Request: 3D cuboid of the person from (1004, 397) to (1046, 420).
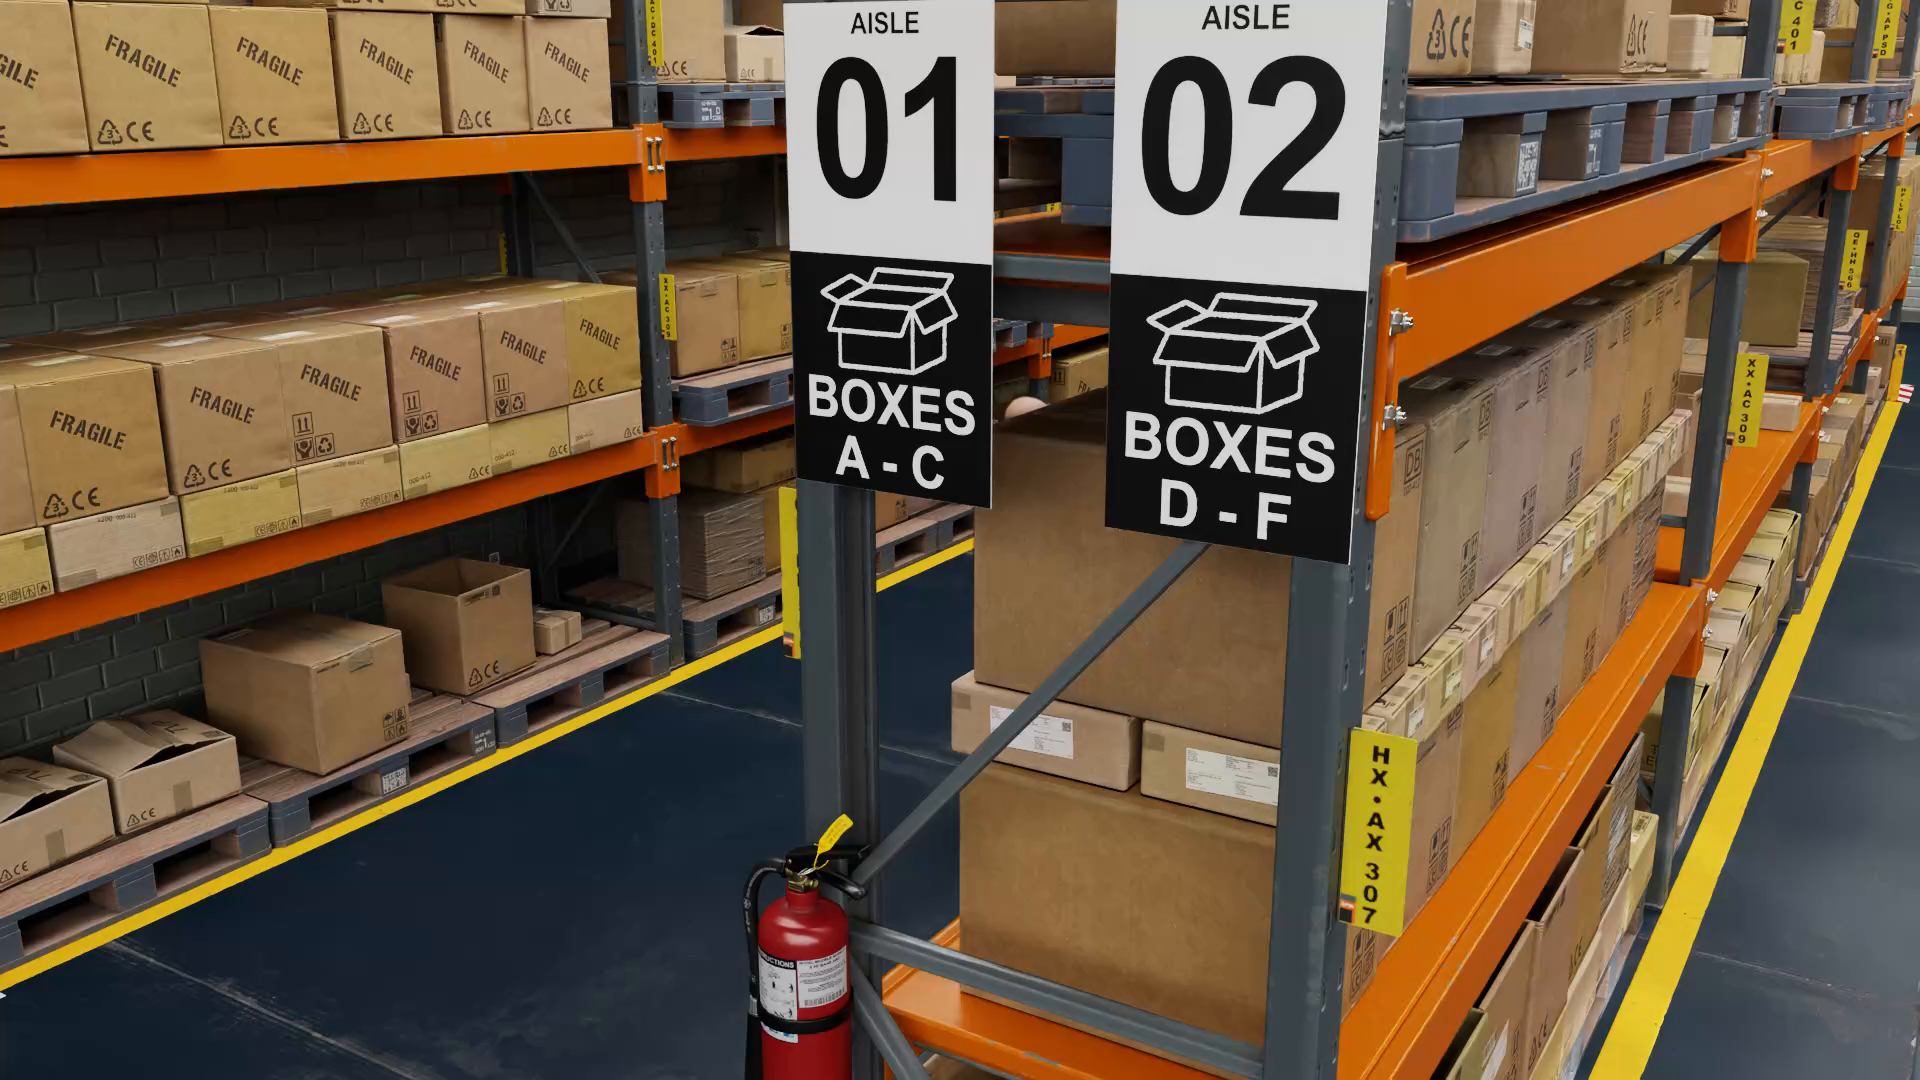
[{"bbox_3d":[0.316,0.269,7.120,0.395,1.776,0.562,10,19,31],"label":"person"}]
